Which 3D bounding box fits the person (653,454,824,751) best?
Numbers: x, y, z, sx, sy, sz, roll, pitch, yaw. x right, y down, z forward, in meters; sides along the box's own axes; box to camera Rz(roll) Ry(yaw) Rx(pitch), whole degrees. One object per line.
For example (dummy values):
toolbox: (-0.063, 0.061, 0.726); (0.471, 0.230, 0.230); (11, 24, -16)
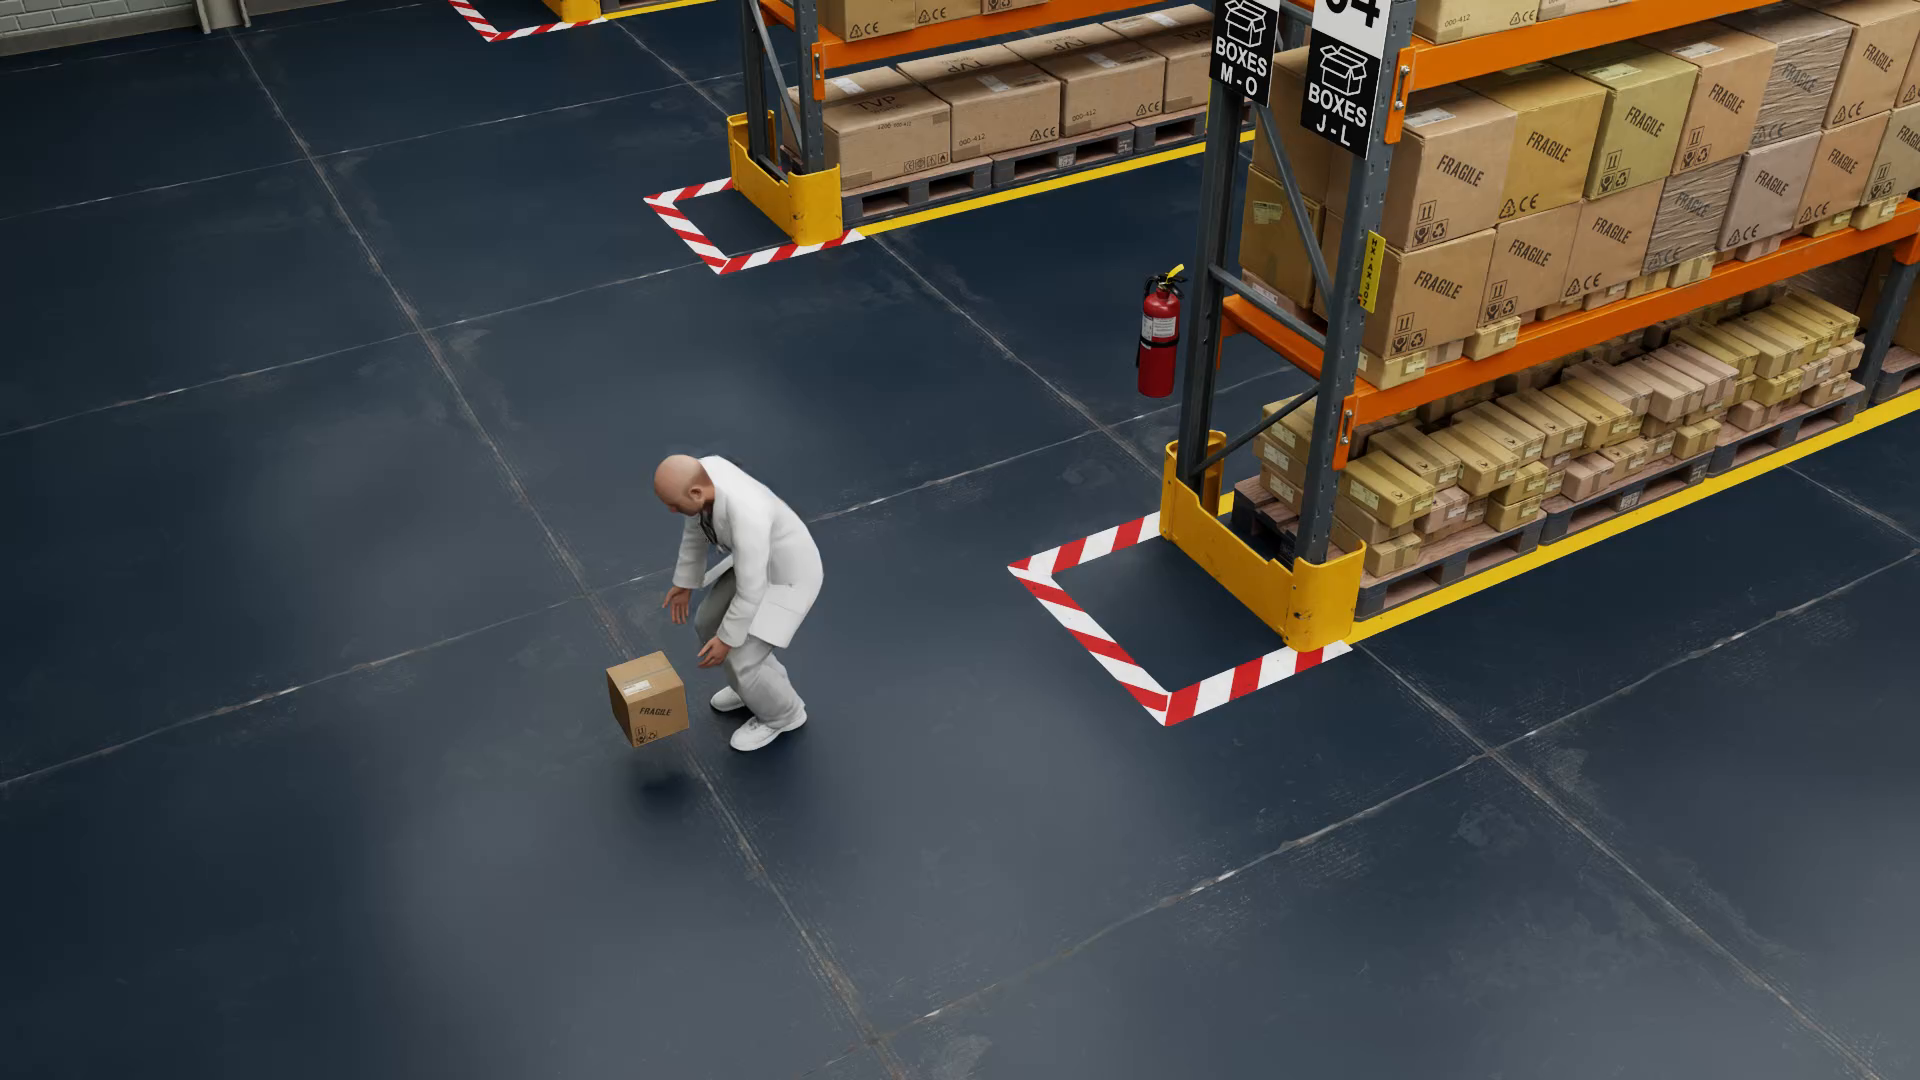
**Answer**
person: (-0.886, 0.206, 6.915); (0.679, 1.483, 0.630); (-19, 40, -24)
